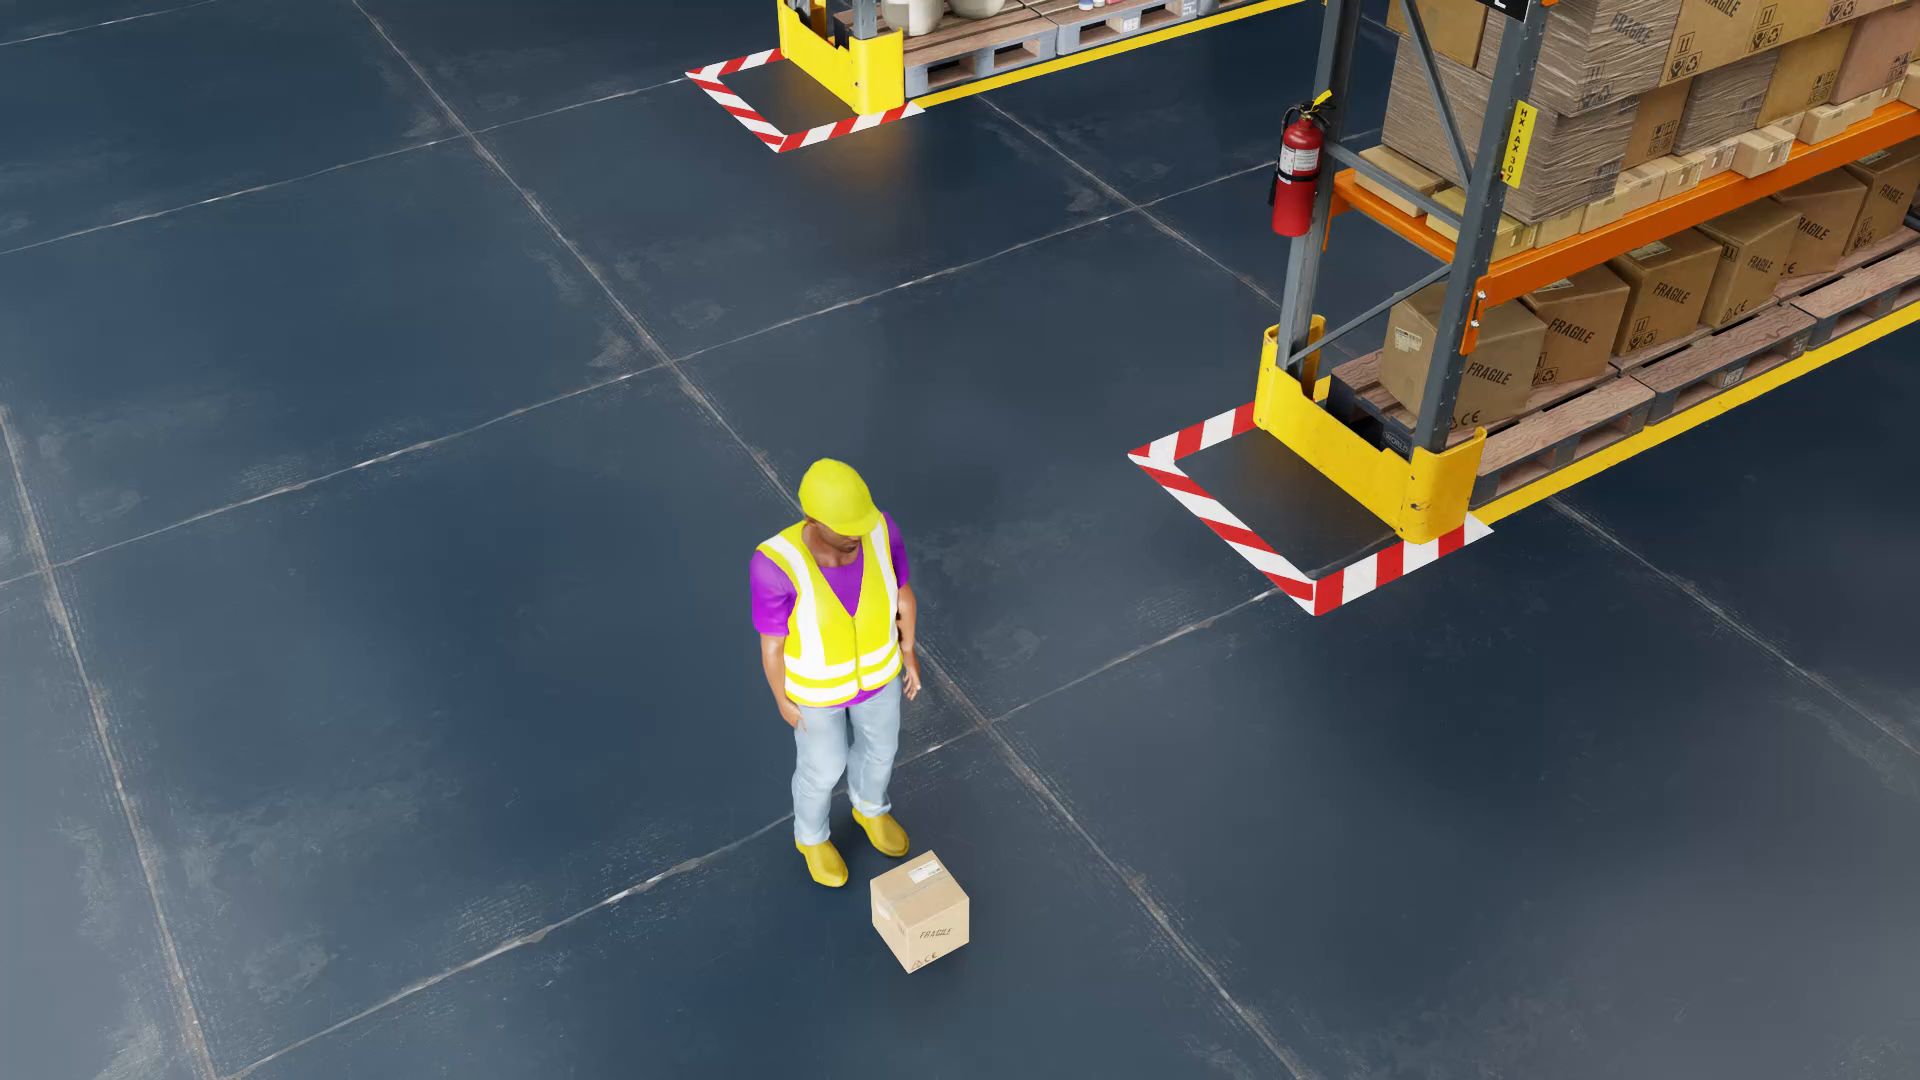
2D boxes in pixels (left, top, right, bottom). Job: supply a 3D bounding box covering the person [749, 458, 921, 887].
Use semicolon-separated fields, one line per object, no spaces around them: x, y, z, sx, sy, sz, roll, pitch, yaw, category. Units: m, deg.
-0.392;0.447;5.622;0.566;1.767;0.363;-22;45;-23;person
